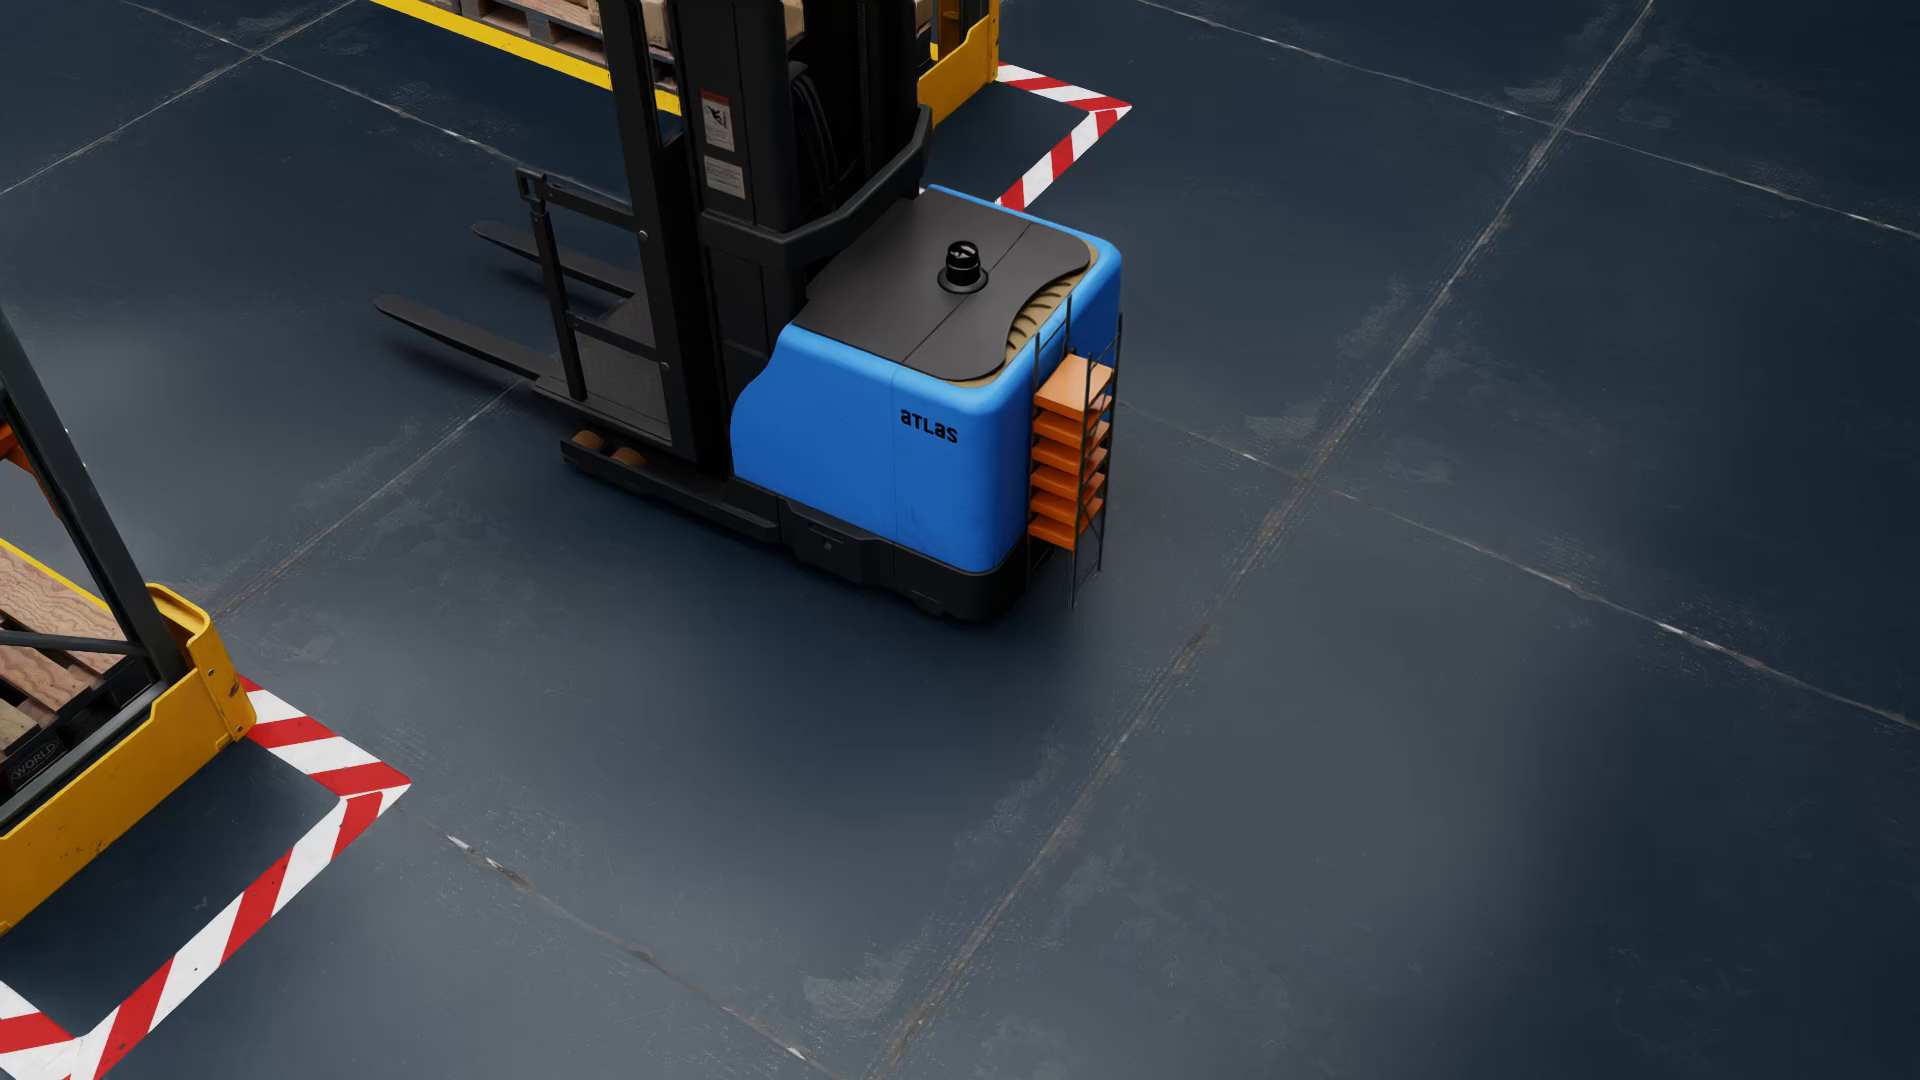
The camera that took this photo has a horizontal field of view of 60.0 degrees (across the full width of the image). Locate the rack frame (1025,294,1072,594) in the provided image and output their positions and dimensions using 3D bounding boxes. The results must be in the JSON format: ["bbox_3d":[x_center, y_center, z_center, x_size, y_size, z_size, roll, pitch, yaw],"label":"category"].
[{"bbox_3d":[0.298,-0.296,5.701,0.006,1.200,0.240,22,50,20],"label":"rack frame"}]

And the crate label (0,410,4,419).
[{"bbox_3d":[-2.883,-0.414,4.635,0.303,0.233,0.416,25,51,22],"label":"crate label"}]

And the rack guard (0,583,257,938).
[{"bbox_3d":[-2.825,0.716,5.206,0.348,0.500,1.175,25,51,22],"label":"rack guard"}]

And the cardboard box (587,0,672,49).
[{"bbox_3d":[-1.549,-2.788,8.478,0.500,0.250,0.500,25,51,22],"label":"cardboard box"}]

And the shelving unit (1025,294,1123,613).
[{"bbox_3d":[0.378,-0.264,5.670,0.189,1.200,0.258,22,50,20],"label":"shelving unit"}]

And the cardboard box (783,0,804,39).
[{"bbox_3d":[-0.766,-2.489,8.014,0.500,0.500,0.500,25,51,22],"label":"cardboard box"}]

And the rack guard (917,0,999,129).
[{"bbox_3d":[-0.239,-2.304,8.140,0.348,0.500,1.175,25,51,22],"label":"rack guard"}]

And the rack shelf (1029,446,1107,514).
[{"bbox_3d":[0.378,-0.233,5.702,0.180,0.103,0.258,22,50,20],"label":"rack shelf"}]

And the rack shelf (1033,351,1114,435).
[{"bbox_3d":[0.378,-0.484,5.443,0.180,0.103,0.258,22,50,20],"label":"rack shelf"}]

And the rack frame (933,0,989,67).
[{"bbox_3d":[-0.175,-3.145,7.215,0.127,3.000,1.000,25,51,22],"label":"rack frame"}]

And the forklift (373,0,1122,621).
[{"bbox_3d":[-0.959,-1.520,5.684,3.031,2.935,1.130,22,50,20],"label":"forklift"}]

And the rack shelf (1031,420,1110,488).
[{"bbox_3d":[0.378,-0.316,5.616,0.180,0.103,0.258,22,50,20],"label":"rack shelf"}]

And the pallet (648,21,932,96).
[{"bbox_3d":[-0.911,-2.511,8.543,1.213,0.211,1.003,25,51,22],"label":"pallet"}]

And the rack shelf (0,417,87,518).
[{"bbox_3d":[-4.536,-0.680,5.321,4.000,0.370,1.077,25,51,22],"label":"rack shelf"}]

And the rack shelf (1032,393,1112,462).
[{"bbox_3d":[0.378,-0.400,5.529,0.180,0.103,0.258,22,50,20],"label":"rack shelf"}]

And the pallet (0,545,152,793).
[{"bbox_3d":[-3.526,0.472,5.644,1.213,0.211,1.003,25,51,22],"label":"pallet"}]

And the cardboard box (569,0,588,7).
[{"bbox_3d":[-1.958,-3.253,8.754,0.637,0.503,0.797,25,51,22],"label":"cardboard box"}]

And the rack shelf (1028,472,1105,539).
[{"bbox_3d":[0.378,-0.149,5.788,0.180,0.103,0.258,22,50,20],"label":"rack shelf"}]

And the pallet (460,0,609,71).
[{"bbox_3d":[-1.934,-2.984,9.003,1.213,0.211,1.003,25,51,22],"label":"pallet"}]

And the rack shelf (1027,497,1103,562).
[{"bbox_3d":[0.378,-0.066,5.874,0.180,0.103,0.258,22,50,20],"label":"rack shelf"}]

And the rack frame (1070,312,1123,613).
[{"bbox_3d":[0.457,-0.231,5.638,0.006,1.200,0.240,22,50,20],"label":"rack frame"}]

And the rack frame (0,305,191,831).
[{"bbox_3d":[-2.853,-0.157,4.311,0.127,3.000,1.000,25,51,22],"label":"rack frame"}]

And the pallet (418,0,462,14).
[{"bbox_3d":[-2.965,-3.456,9.461,1.213,0.211,1.003,25,51,22],"label":"pallet"}]

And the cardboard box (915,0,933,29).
[{"bbox_3d":[-0.342,-2.675,8.439,0.250,0.149,0.380,25,51,22],"label":"cardboard box"}]
